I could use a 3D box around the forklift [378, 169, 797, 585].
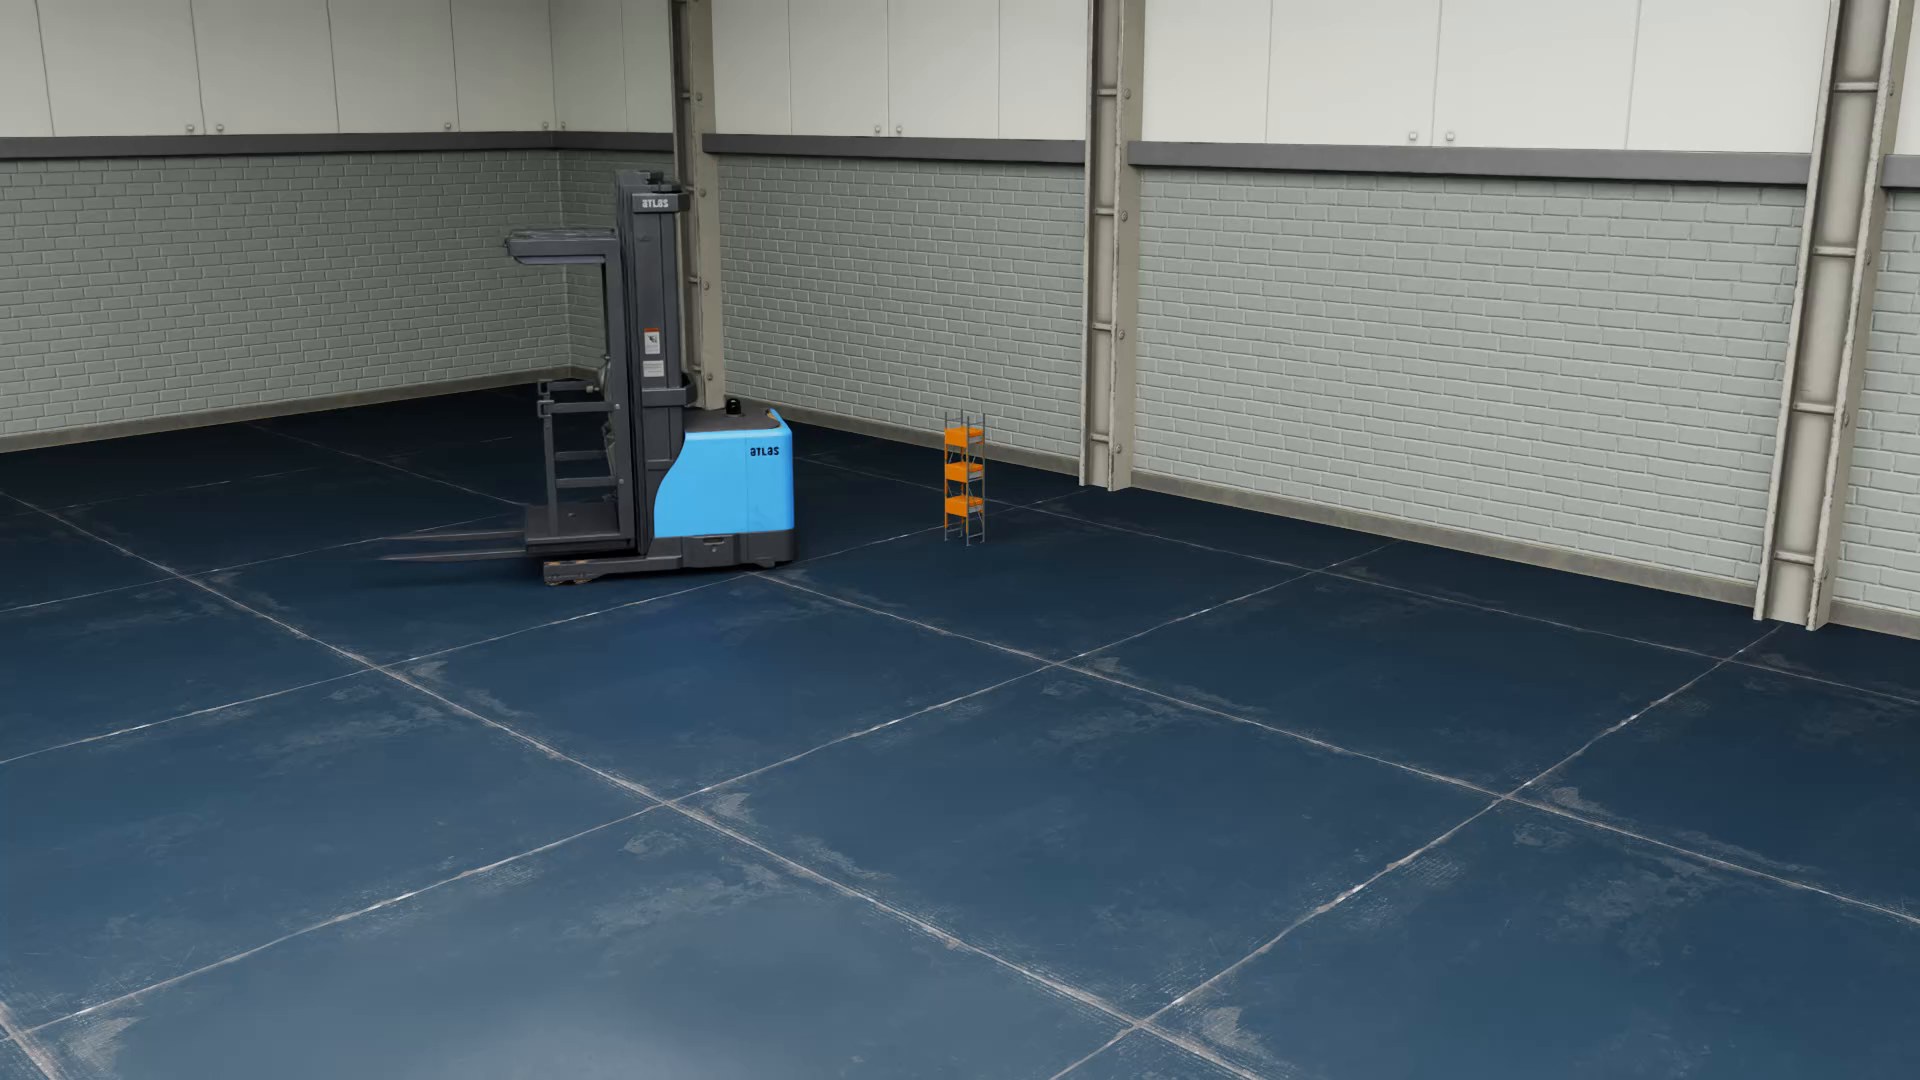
[{"bbox_3d":[-2.812,-1.234,12.355,3.031,2.935,1.130,-4,15,-13],"label":"forklift"}]

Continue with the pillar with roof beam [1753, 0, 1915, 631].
[{"bbox_3d":[2.679,-3.028,7.207,0.400,9.000,9.100,14,20,42],"label":"pillar with roof beam"}]

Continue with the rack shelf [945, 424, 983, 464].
[{"bbox_3d":[0.039,-0.763,13.195,0.240,0.259,0.215,14,20,42],"label":"rack shelf"}]

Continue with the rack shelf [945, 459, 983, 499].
[{"bbox_3d":[0.039,-0.488,13.266,0.240,0.259,0.215,14,20,42],"label":"rack shelf"}]

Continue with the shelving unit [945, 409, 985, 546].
[{"bbox_3d":[0.039,-0.499,13.264,0.252,1.050,0.215,14,20,42],"label":"shelving unit"}]

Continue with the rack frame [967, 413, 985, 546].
[{"bbox_3d":[0.126,-0.477,13.182,0.008,1.050,0.200,14,20,42],"label":"rack frame"}]

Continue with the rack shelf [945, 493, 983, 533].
[{"bbox_3d":[0.039,-0.219,13.336,0.240,0.259,0.215,14,20,42],"label":"rack shelf"}]

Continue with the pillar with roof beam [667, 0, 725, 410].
[{"bbox_3d":[-5.960,-5.128,15.267,0.400,9.000,9.100,14,20,42],"label":"pillar with roof beam"}]

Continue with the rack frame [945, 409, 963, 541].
[{"bbox_3d":[-0.049,-0.520,13.346,0.008,1.050,0.200,14,20,42],"label":"rack frame"}]

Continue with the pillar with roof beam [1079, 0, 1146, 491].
[{"bbox_3d":[-1.641,-4.078,11.237,0.400,9.000,9.100,14,20,42],"label":"pillar with roof beam"}]
